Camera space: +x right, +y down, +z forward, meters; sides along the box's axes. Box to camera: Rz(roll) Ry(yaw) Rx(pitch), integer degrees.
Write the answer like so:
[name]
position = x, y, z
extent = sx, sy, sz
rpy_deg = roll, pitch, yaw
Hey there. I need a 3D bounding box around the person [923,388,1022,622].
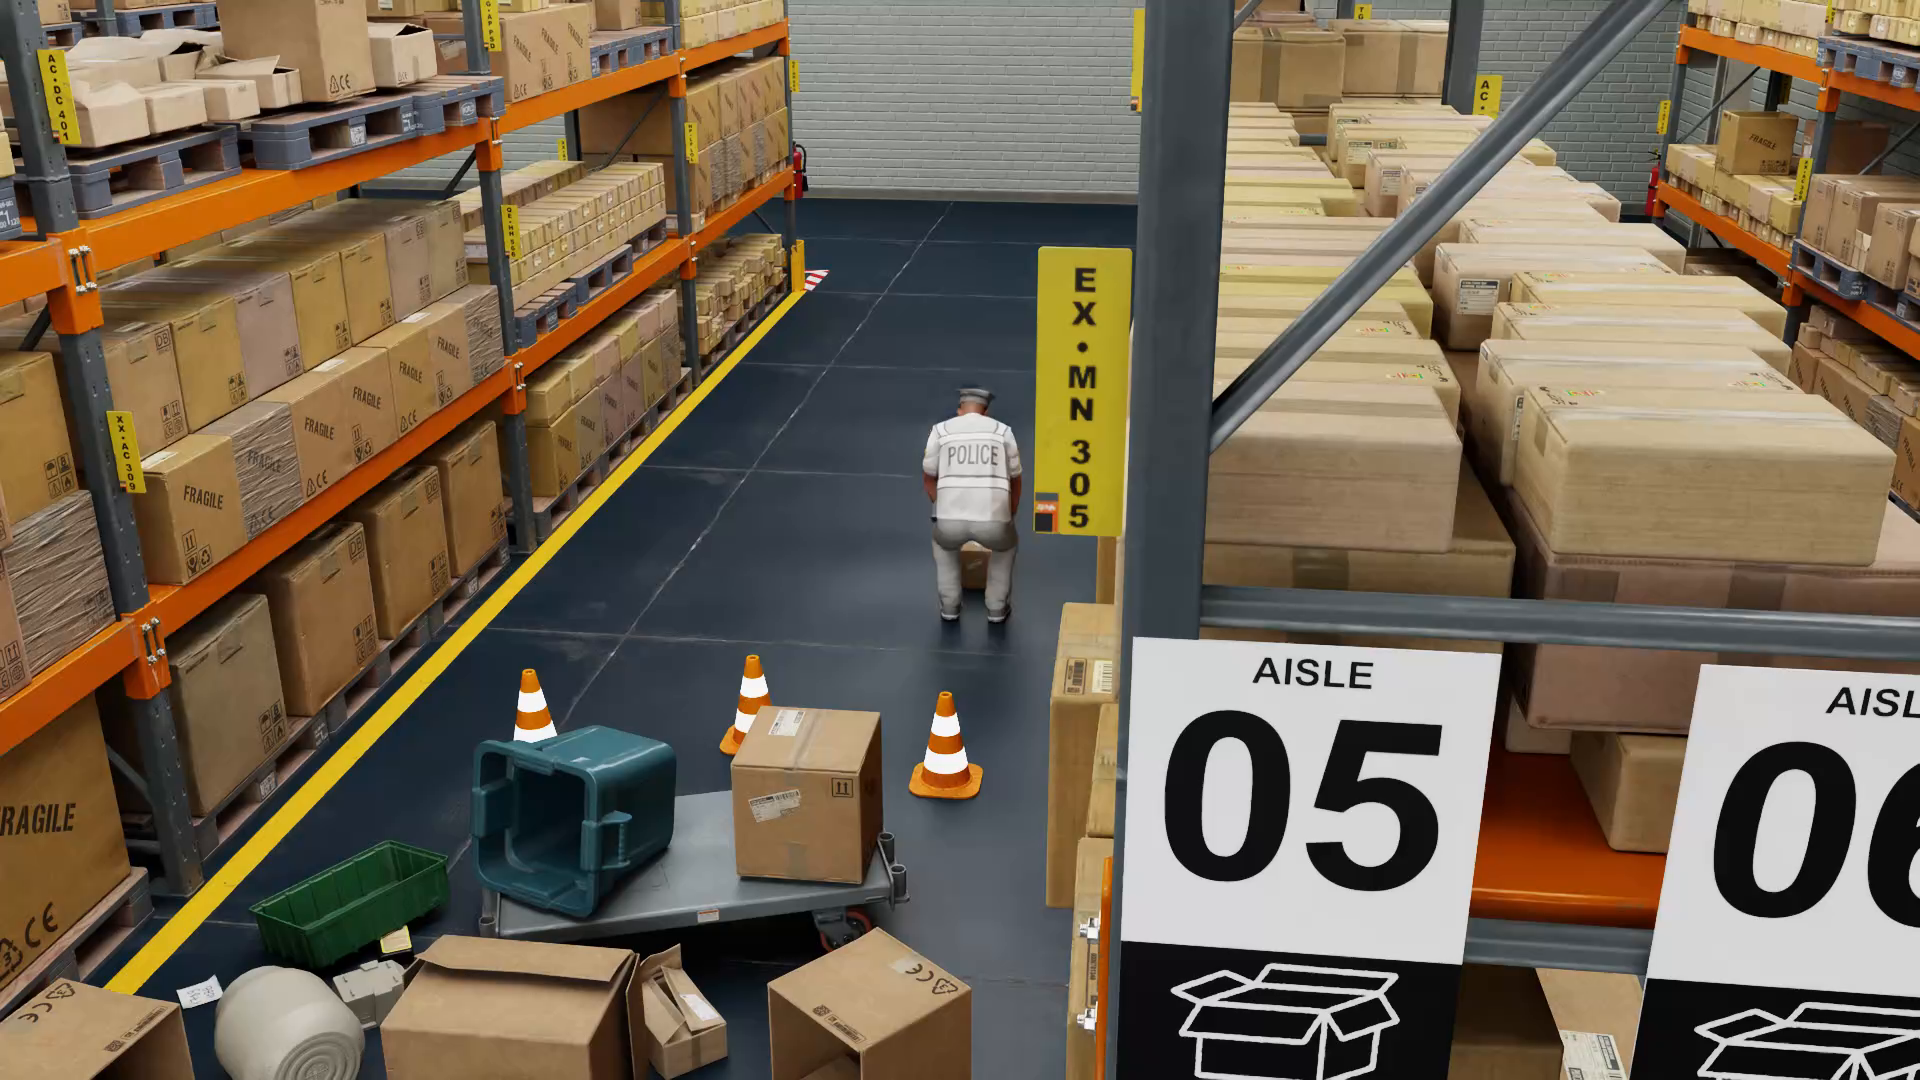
[person]
position = 0.059, -0.199, 9.740
extent = 0.586, 1.291, 0.868
rpy_deg = 2, 21, 6
